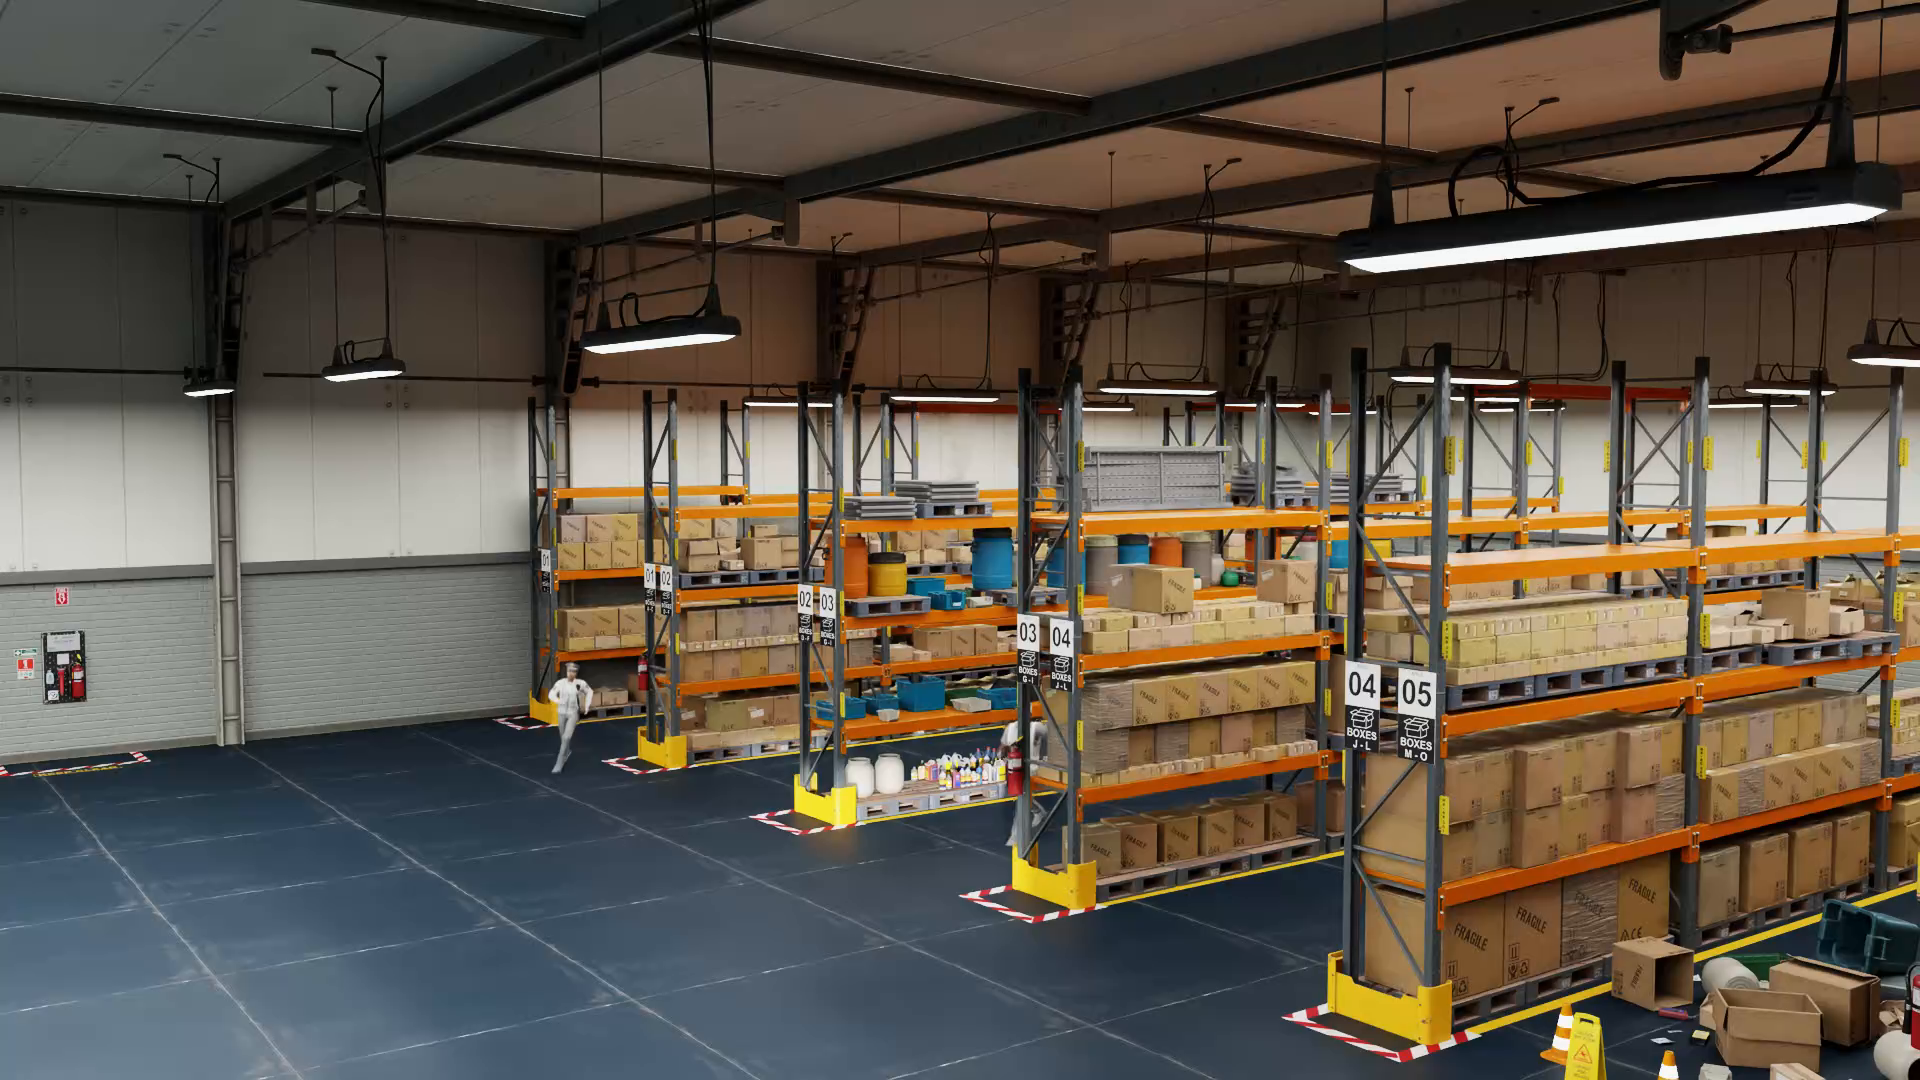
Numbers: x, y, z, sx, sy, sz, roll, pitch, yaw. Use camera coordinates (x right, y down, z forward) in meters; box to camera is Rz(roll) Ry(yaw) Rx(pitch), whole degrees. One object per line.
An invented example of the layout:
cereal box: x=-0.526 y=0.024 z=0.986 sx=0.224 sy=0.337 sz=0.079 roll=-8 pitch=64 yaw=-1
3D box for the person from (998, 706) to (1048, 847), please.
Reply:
person: x=0.851 y=3.014 z=21.600 sx=0.703 sy=1.827 sz=0.949 roll=2 pitch=4 yaw=32

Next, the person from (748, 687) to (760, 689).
person: x=-3.593 y=2.611 z=29.966 sx=1.028 sy=1.594 sz=0.507 roll=-2 pitch=4 yaw=-35

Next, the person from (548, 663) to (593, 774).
person: x=-6.167 y=2.773 z=26.289 sx=0.643 sy=1.703 sz=0.874 roll=0 pitch=3 yaw=1
